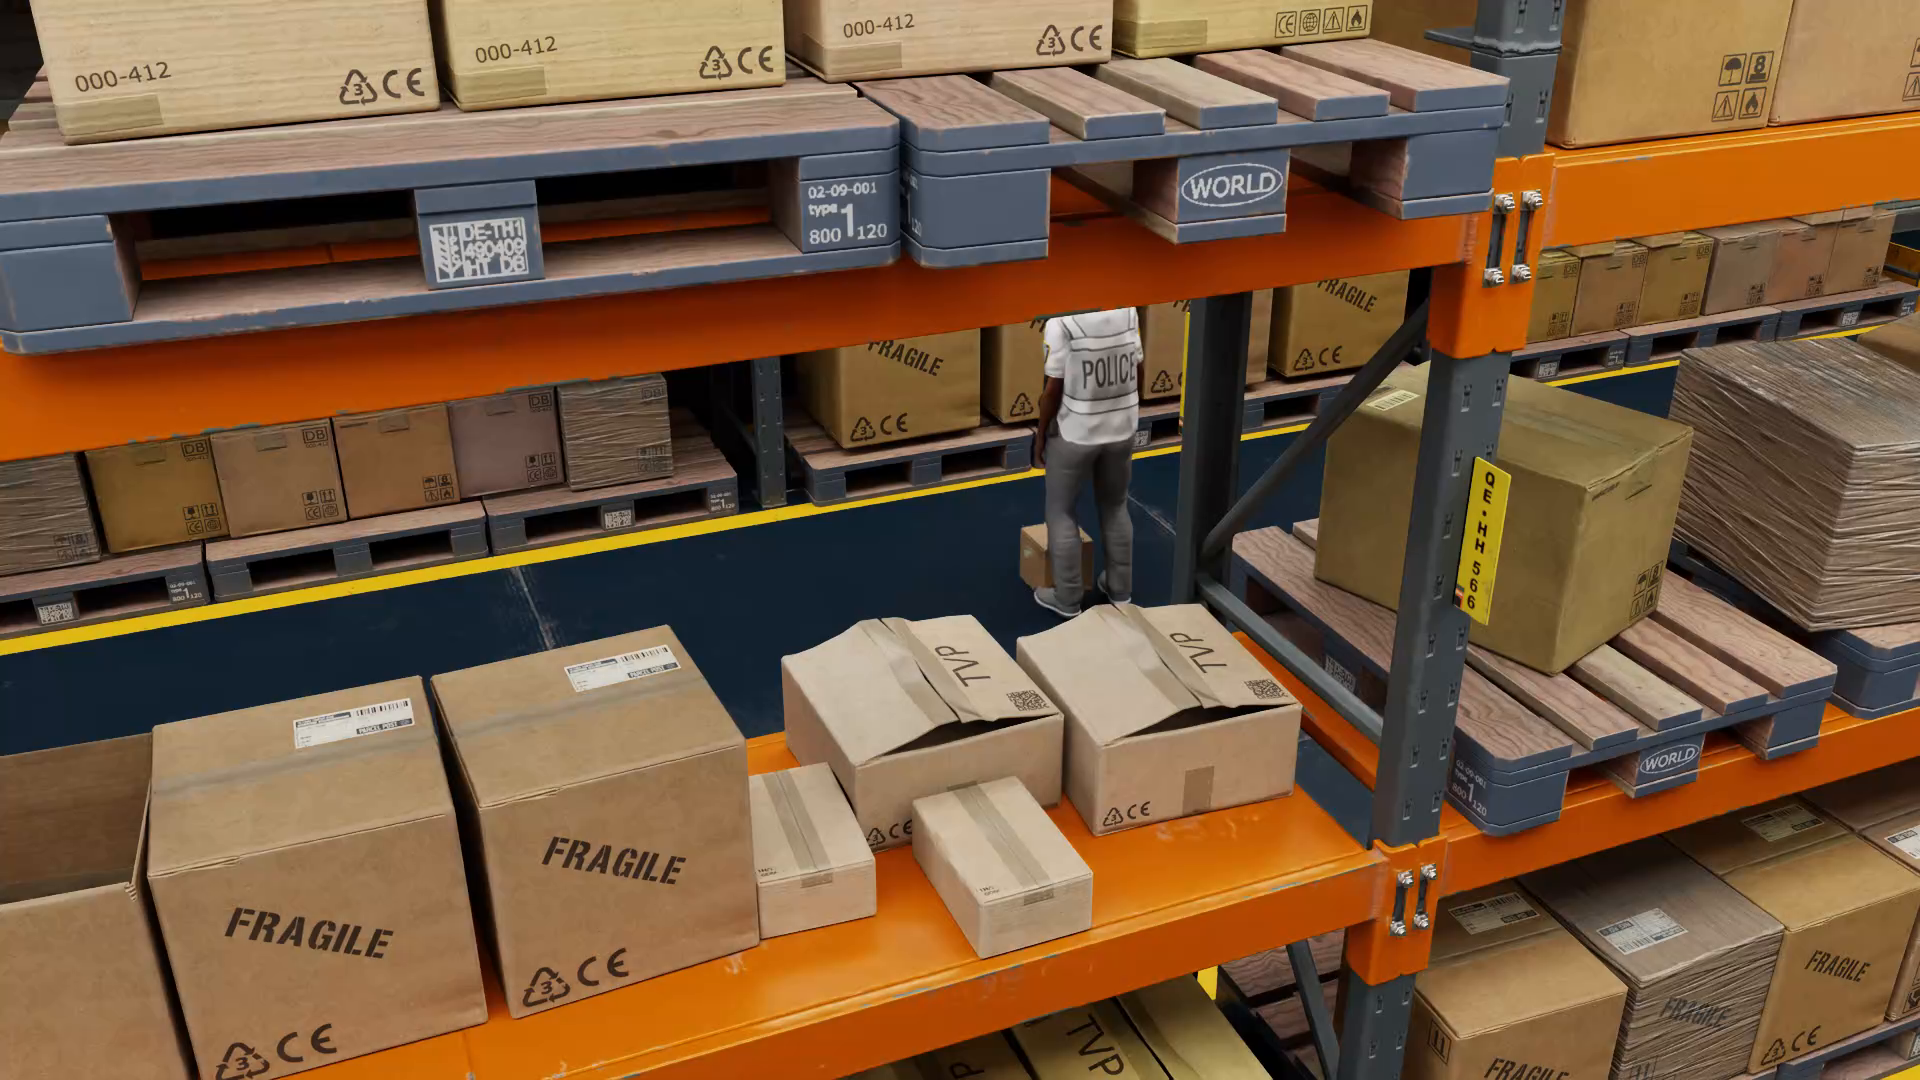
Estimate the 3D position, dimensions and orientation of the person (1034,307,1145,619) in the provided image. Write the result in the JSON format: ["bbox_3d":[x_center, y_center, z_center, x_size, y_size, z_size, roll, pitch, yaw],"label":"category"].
[{"bbox_3d":[0.551,-0.457,7.046,0.505,1.660,0.386,-12,28,-22],"label":"person"}]
